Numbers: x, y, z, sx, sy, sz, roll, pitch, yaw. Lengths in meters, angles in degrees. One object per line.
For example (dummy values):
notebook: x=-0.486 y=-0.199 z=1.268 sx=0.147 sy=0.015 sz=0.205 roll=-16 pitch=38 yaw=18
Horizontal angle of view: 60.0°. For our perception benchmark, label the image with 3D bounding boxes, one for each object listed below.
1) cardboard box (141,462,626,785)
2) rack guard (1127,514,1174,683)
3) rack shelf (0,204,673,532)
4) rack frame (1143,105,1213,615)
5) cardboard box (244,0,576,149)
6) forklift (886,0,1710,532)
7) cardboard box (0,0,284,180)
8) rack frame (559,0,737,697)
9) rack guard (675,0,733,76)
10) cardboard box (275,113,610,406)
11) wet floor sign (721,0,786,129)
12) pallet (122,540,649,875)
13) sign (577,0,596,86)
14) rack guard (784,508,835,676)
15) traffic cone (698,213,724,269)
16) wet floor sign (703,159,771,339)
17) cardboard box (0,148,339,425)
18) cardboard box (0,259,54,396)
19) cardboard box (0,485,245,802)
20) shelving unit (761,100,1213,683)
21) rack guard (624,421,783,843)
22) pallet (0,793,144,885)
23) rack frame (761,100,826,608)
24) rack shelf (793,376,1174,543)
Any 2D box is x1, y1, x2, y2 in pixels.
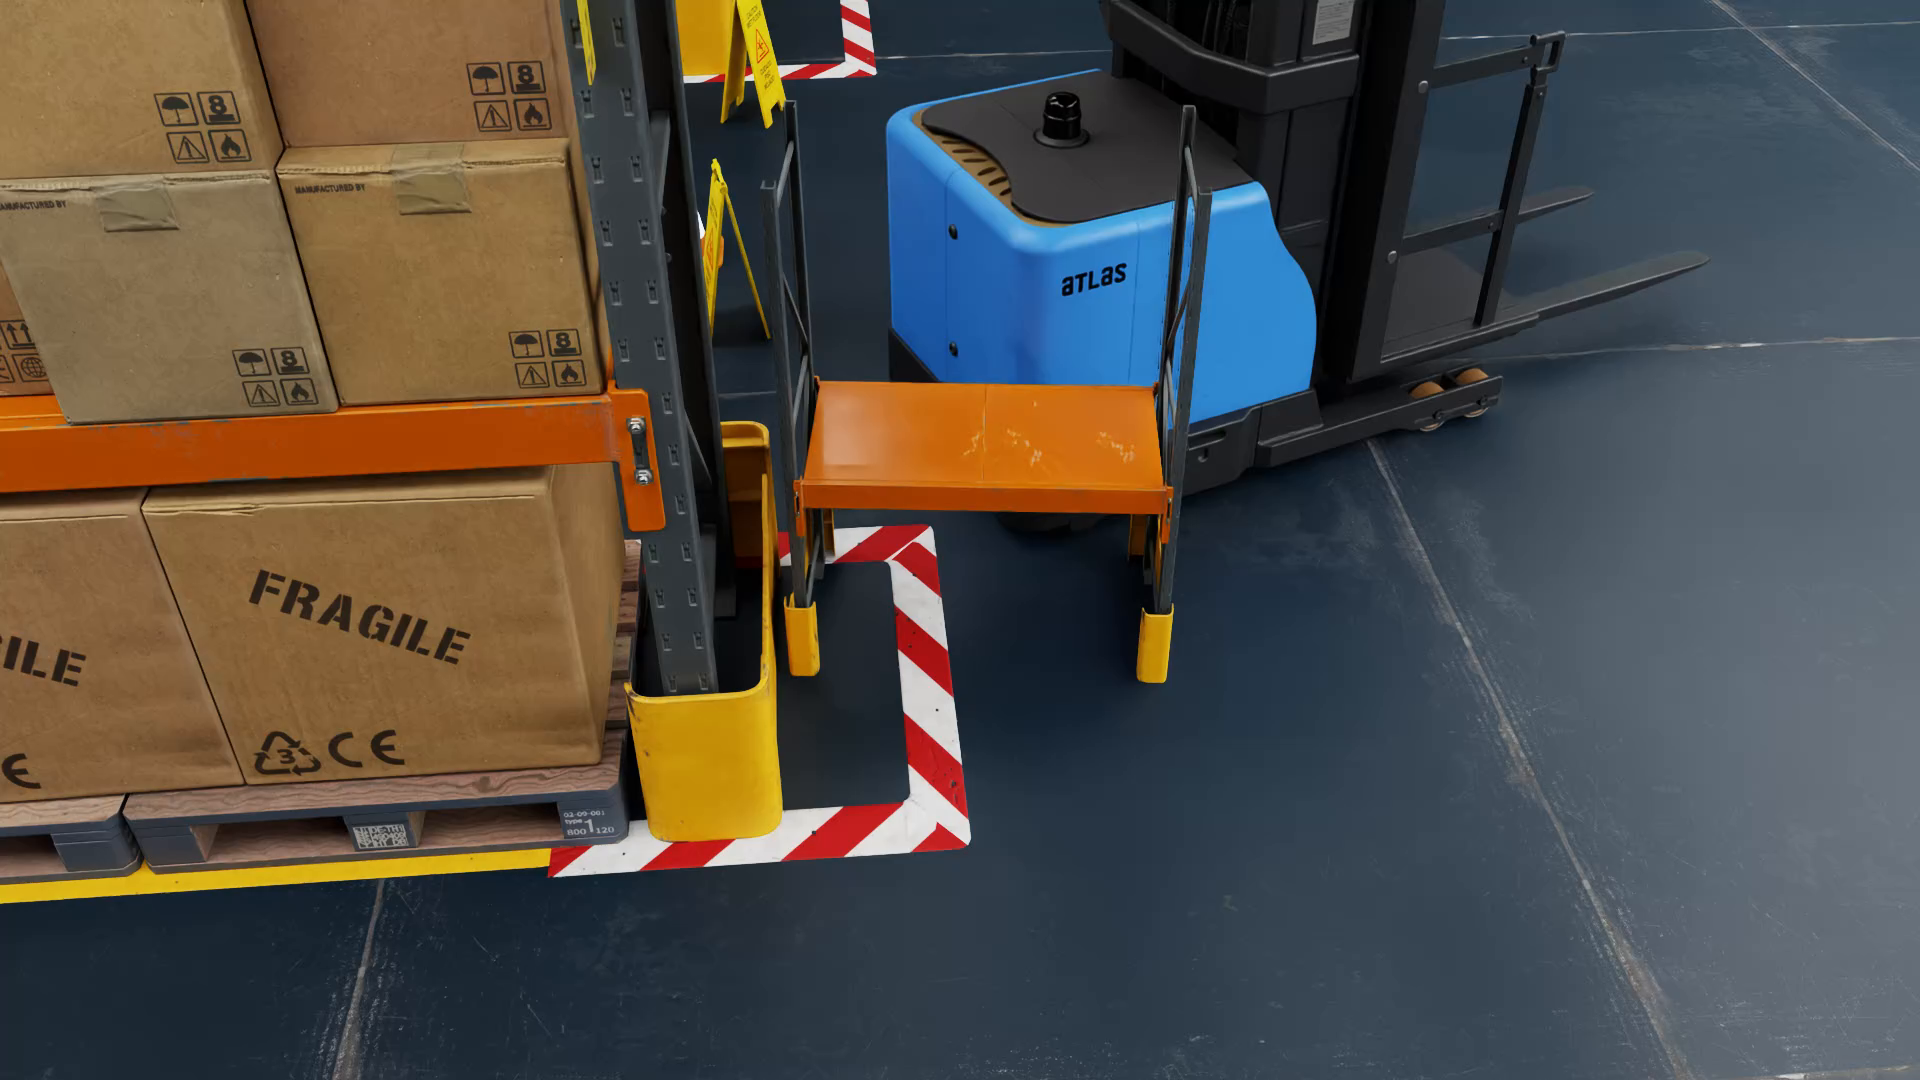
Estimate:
cardboard box: x=-1.376 y=-0.019 z=4.229 sx=0.875 sy=0.875 sz=0.875 roll=-3 pitch=38 yaw=-4
rack guard: x=0.556 y=0.127 z=4.887 sx=0.087 sy=0.250 sz=0.587 roll=1 pitch=38 yaw=1
rack shelf: x=-2.698 y=-0.374 z=3.883 sx=4.000 sy=0.370 sz=1.077 roll=-3 pitch=38 yaw=-4
rack frame: x=0.575 y=-0.363 z=4.500 sx=0.032 sy=1.500 sz=0.500 roll=1 pitch=38 yaw=1
cardboard box: x=-1.079 y=-1.253 z=3.423 sx=0.550 sy=0.550 sz=0.875 roll=-3 pitch=38 yaw=-4
forklift: x=1.307 y=-1.801 z=5.166 sx=3.031 sy=2.935 sz=1.130 roll=-17 pitch=41 yaw=-20
cardboard box: x=-1.619 y=-1.166 z=3.313 sx=0.550 sy=0.550 sz=0.875 roll=-3 pitch=38 yaw=-4
rack frame: x=-0.706 y=-0.766 z=3.800 sx=0.127 sy=3.000 sz=1.000 roll=-3 pitch=38 yaw=-4
rack guard: x=-1.321 y=-2.829 z=8.432 sx=0.348 sy=0.500 sz=1.175 roll=-3 pitch=38 yaw=-4
cardboard box: x=-1.072 y=-0.777 z=3.692 sx=0.550 sy=0.550 sz=0.875 roll=-3 pitch=38 yaw=-4
wet floor sign: x=-0.961 y=-2.241 z=7.569 sx=0.232 sy=0.644 sz=0.267 roll=9 pitch=39 yaw=12
pallet: x=-1.496 y=0.421 z=4.547 sx=1.213 sy=0.211 sz=1.003 roll=-3 pitch=38 yaw=-4
sign: x=-0.672 y=-0.978 z=2.942 sx=0.005 sy=0.325 sz=0.100 roll=-3 pitch=38 yaw=-4
rack guard: x=-0.440 y=0.109 z=4.910 sx=0.087 sy=0.250 sz=0.587 roll=1 pitch=38 yaw=1
traffic cone: x=-1.122 y=-1.333 z=6.566 sx=0.334 sy=0.463 sz=0.336 roll=-3 pitch=38 yaw=-4
wet floor sign: x=-0.853 y=-1.065 z=6.079 sx=0.232 sy=0.644 sz=0.267 roll=-9 pitch=39 yaw=-12
cardboard box: x=-1.618 y=-0.733 z=3.637 sx=0.550 sy=0.550 sz=0.875 roll=-3 pitch=38 yaw=-4
cardboard box: x=-2.186 y=-0.780 z=3.696 sx=0.550 sy=0.550 sz=0.875 roll=-3 pitch=38 yaw=-4
cardboard box: x=-2.252 y=0.031 z=4.166 sx=0.875 sy=0.875 sz=0.875 roll=-4 pitch=38 yaw=-5
shelving unit: x=0.058 y=-0.373 z=4.511 sx=1.083 sy=1.500 sz=0.587 roll=1 pitch=38 yaw=1
rack guard: x=-0.682 y=0.214 z=4.576 sx=0.348 sy=0.500 sz=1.175 roll=-3 pitch=38 yaw=-4
pallet: x=-2.708 y=0.486 z=4.464 sx=1.213 sy=0.211 sz=1.003 roll=-3 pitch=38 yaw=-4
rack frame: x=-0.441 y=-0.381 z=4.523 sx=0.032 sy=1.500 sz=0.500 roll=1 pitch=38 yaw=1
rack shelf: x=0.067 y=-0.231 z=4.622 sx=1.000 sy=0.185 sz=0.538 roll=1 pitch=38 yaw=1
